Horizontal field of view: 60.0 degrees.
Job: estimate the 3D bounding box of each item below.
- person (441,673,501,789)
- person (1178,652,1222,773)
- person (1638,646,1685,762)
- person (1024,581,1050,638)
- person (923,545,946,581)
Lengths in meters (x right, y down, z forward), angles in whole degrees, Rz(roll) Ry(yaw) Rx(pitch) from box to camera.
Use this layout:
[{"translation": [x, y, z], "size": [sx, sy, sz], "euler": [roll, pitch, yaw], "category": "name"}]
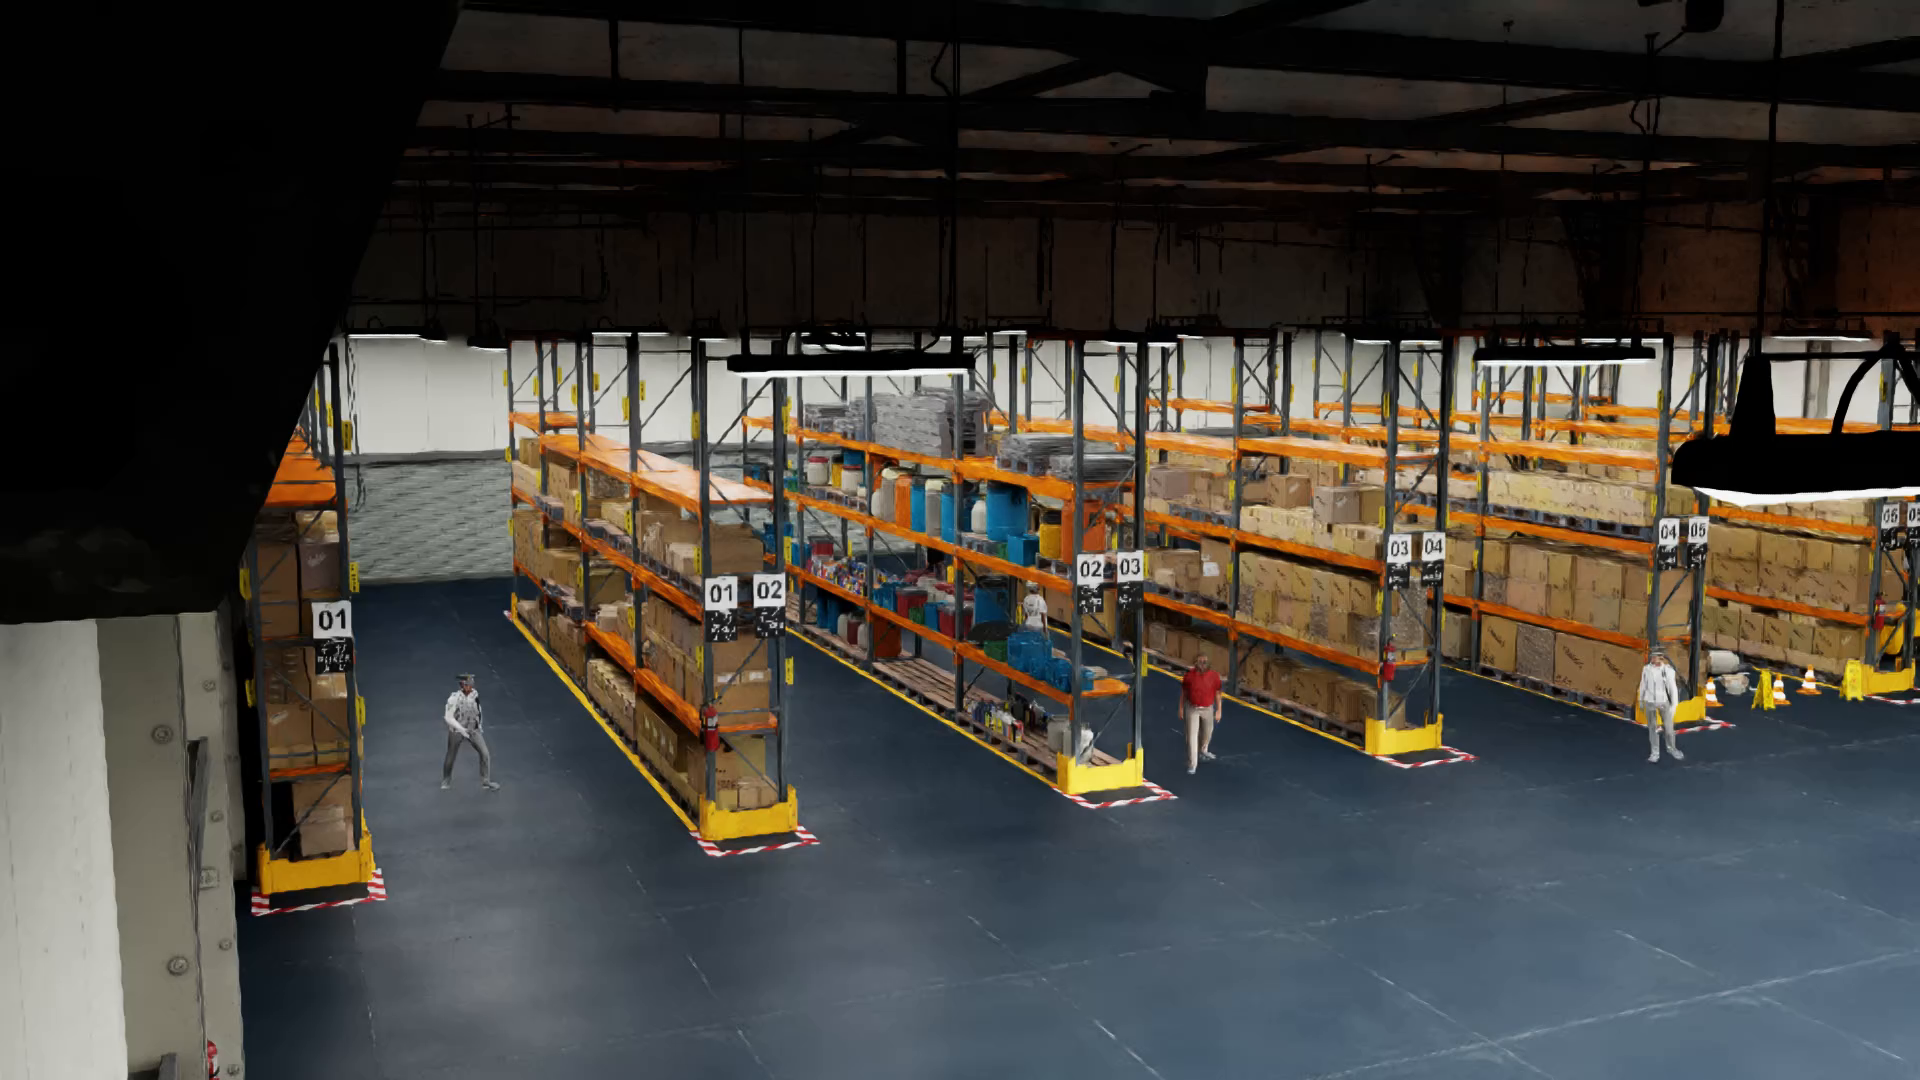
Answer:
[{"translation": [-6.584, 2.530, 22.112], "size": [0.643, 1.612, 0.794], "euler": [-7, 10, -40], "category": "person"}, {"translation": [3.349, 2.361, 23.193], "size": [0.584, 1.660, 0.978], "euler": [0, 8, -3], "category": "person"}, {"translation": [9.919, 2.314, 23.500], "size": [0.638, 1.659, 0.459], "euler": [6, 10, 35], "category": "person"}, {"translation": [1.332, 1.545, 29.153], "size": [0.507, 1.674, 0.423], "euler": [6, 10, 40], "category": "person"}, {"translation": [-0.568, 0.454, 37.165], "size": [0.543, 1.648, 1.115], "euler": [-3, 8, -20], "category": "person"}]
